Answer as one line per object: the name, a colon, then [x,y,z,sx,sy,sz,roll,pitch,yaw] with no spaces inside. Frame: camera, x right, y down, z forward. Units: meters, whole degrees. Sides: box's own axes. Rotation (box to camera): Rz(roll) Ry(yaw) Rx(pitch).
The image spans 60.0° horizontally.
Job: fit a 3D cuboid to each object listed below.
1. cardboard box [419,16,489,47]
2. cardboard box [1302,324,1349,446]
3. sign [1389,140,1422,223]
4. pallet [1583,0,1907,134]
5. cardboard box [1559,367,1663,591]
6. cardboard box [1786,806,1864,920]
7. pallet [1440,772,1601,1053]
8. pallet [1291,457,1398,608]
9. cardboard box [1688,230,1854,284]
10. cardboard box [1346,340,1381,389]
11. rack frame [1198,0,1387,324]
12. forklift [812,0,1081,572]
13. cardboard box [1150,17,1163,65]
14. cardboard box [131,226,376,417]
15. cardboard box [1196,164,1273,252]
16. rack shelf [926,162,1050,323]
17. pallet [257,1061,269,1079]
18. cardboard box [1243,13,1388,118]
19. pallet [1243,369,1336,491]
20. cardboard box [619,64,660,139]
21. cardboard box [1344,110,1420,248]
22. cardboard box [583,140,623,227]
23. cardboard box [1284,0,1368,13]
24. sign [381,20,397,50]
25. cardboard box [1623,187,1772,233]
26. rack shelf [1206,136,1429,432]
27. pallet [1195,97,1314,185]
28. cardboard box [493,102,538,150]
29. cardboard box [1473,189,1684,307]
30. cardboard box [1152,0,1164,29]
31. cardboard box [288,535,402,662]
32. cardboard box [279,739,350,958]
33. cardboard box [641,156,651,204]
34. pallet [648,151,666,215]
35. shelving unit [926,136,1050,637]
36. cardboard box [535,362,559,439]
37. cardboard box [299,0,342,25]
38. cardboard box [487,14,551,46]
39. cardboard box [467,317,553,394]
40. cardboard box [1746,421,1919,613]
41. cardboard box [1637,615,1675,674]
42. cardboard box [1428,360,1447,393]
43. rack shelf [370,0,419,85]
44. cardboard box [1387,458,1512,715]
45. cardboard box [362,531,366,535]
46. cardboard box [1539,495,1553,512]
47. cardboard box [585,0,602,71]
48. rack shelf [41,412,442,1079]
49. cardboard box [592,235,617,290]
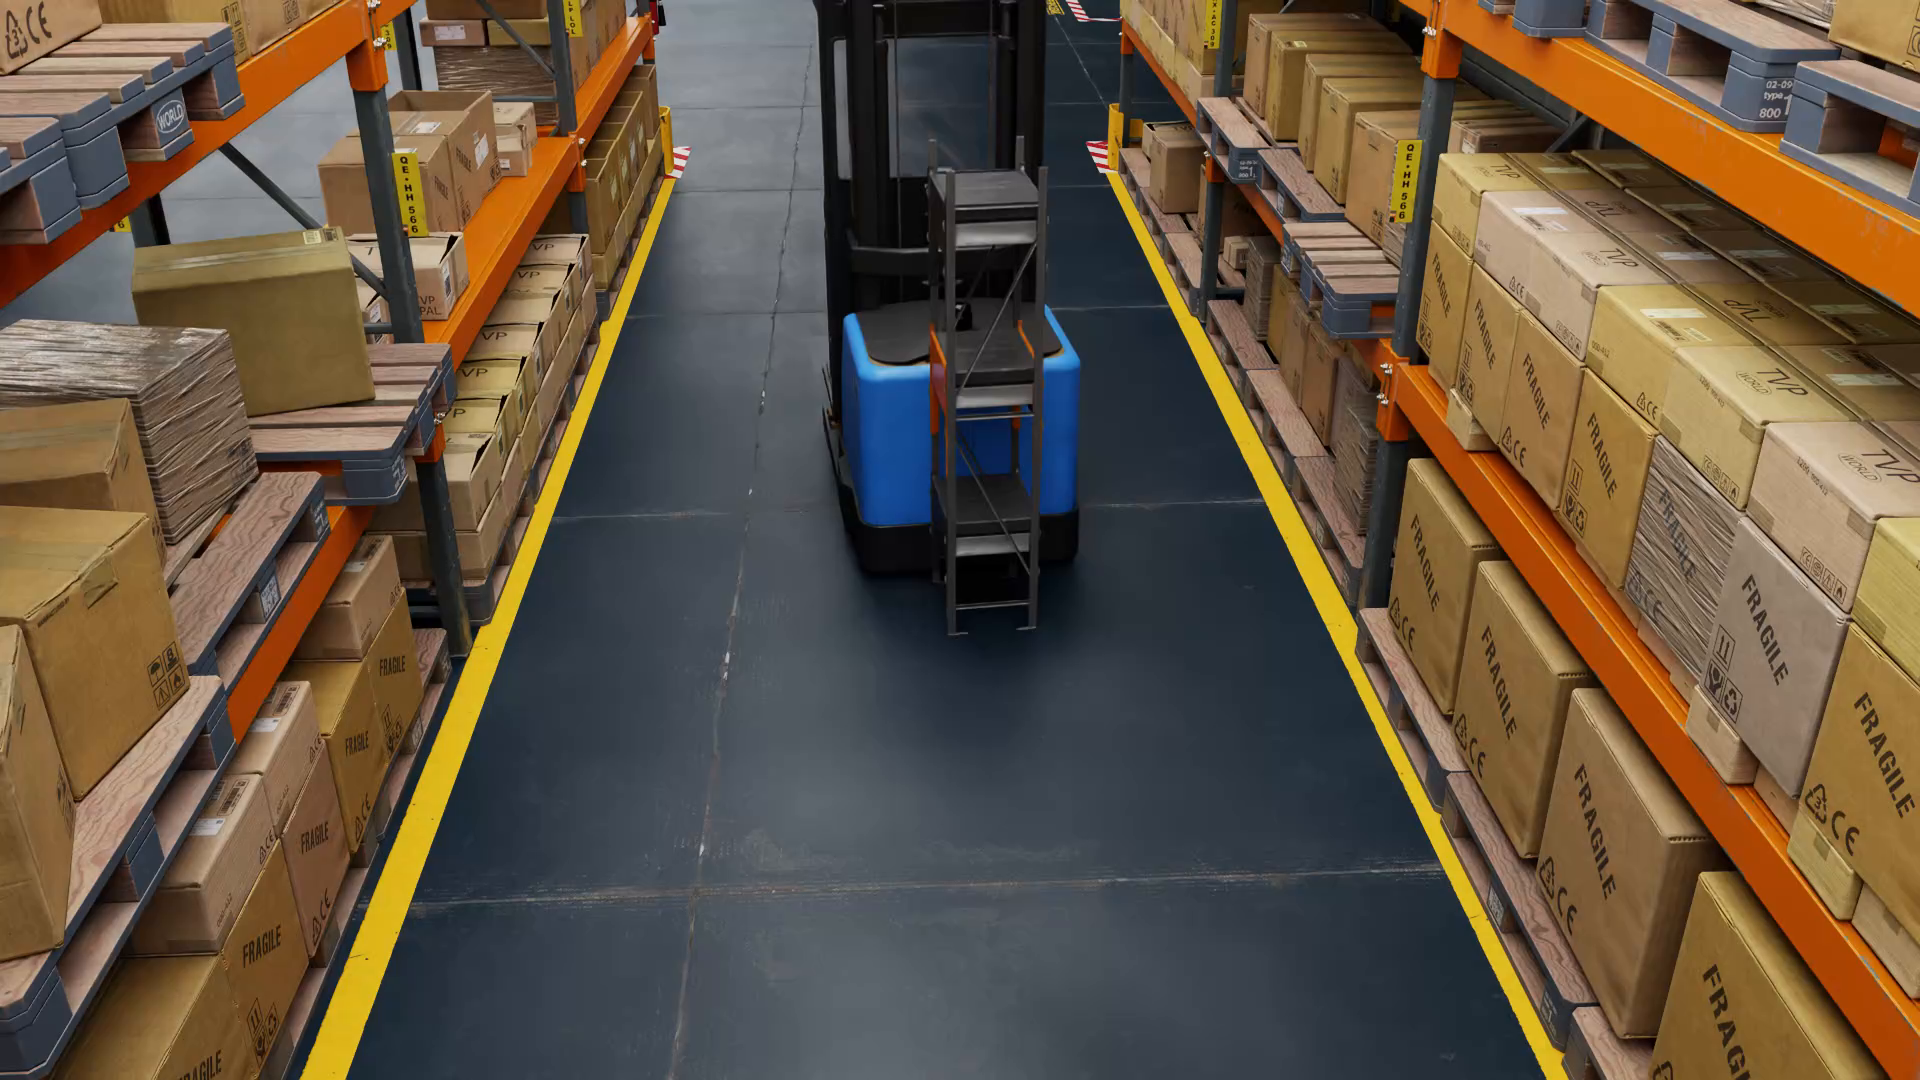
cardboard box: [-3.088,-3.125,10.189,0.380,0.149,0.250,-1,28,-3]
cardboard box: [2.241,-0.835,8.834,0.700,0.500,0.500,-2,28,-3]
sign: [1.755,-1.408,6.540,0.100,0.325,0.005,-1,28,-3]
pallet: [2.444,-1.381,4.615,1.003,0.211,1.213,0,28,0]
cardboard box: [2.144,-0.190,4.920,0.500,0.500,0.500,-1,28,-1]
cardboard box: [2.168,0.737,3.843,0.380,0.149,0.250,-1,28,-2]
pallet: [2.323,1.217,5.688,1.003,0.211,1.213,-1,28,-3]
pallet: [2.257,-0.072,8.159,1.003,0.211,1.213,-1,28,-3]
cardboard box: [2.626,-0.785,5.250,0.500,0.250,0.500,-2,28,-4]
cardboard box: [2.239,-0.962,8.268,0.500,0.250,0.500,-1,28,-2]
rack frame: [2.087,-2.794,10.364,1.000,3.000,0.127,-1,28,-3]
forklift: [-0.170,-1.805,8.542,1.130,2.935,3.031,-4,28,-8]
cardboard box: [1.673,-3.643,12.131,0.500,0.250,0.500,-1,28,-2]
cardboard box: [-2.505,-0.768,5.917,0.700,0.500,0.500,-11,29,-20]
cardboard box: [1.993,-2.360,11.758,0.500,0.500,0.500,-3,28,-7]
rack shelf: [0.107,-1.235,6.863,0.431,0.518,0.480,-4,28,-8]
pallet: [-2.522,1.883,4.411,1.003,0.211,1.213,-1,28,-3]
cardboard box: [2.080,-2.798,9.787,0.700,0.500,0.500,-1,28,-2]
pallet: [2.196,-0.634,9.237,1.003,0.211,1.213,-1,28,-3]
cardboard box: [-2.743,-3.579,13.578,0.500,0.500,0.500,-1,28,-3]
cardboard box: [2.205,-1.661,7.607,0.700,0.500,0.500,-4,28,-7]
cardboard box: [-2.605,-2.425,11.364,0.500,0.500,0.500,-1,28,-3]
cardboard box: [2.271,-3.291,10.647,0.500,0.500,0.500,-2,28,-4]
sign: [-3.414,-3.078,9.886,0.100,0.325,0.005,-1,28,-3]
cardboard box: [2.602,-1.022,5.704,0.500,0.250,0.500,-2,28,-4]
rack shelf: [2.192,-1.552,8.760,1.077,0.370,4.000,-1,28,-3]
pallet: [1.982,-2.353,9.725,1.003,0.211,1.213,-1,28,-3]
cardboard box: [-2.790,-2.380,9.732,0.500,0.250,0.500,0,28,1]
cardboard box: [2.091,-1.001,5.663,0.500,0.250,0.500,-2,28,-3]
cardboard box: [1.678,-3.983,11.974,0.500,0.500,0.500,-1,28,-1]
cardboard box: [-2.360,0.207,6.026,0.500,0.250,0.500,0,28,-1]
cardboard box: [-2.307,0.995,5.326,0.500,0.500,0.500,-2,28,-5]
cardboard box: [-2.679,-2.785,12.866,0.500,0.250,0.500,-1,28,-3]
pallet: [-2.987,-2.932,13.643,1.003,0.211,1.213,-1,28,-3]
shelving unit: [0.107,-0.627,7.181,0.431,2.100,0.503,-4,28,-8]
cardboard box: [-2.472,-0.751,8.965,0.500,0.250,0.500,-1,28,-2]
cardboard box: [-2.594,-2.000,5.488,0.910,0.500,0.500,-1,28,-3]
cardboard box: [-2.680,-3.134,10.205,0.380,0.149,0.250,-1,28,-3]
cardboard box: [-2.472,-1.006,8.848,0.500,0.311,0.500,-2,28,-3]
cardboard box: [2.208,-0.063,3.866,0.500,0.250,0.500,-1,28,-2]
cardboard box: [2.182,0.266,4.747,0.380,0.149,0.250,-2,28,-4]
cardboard box: [2.082,-0.687,6.574,0.380,0.149,0.250,-2,28,-3]
rack shelf: [-2.755,-2.760,7.833,1.077,0.370,4.000,-1,28,-3]
cardboard box: [2.203,0.163,6.565,0.750,0.750,0.750,-2,28,-3]
cardboard box: [-2.922,-0.030,7.583,0.500,0.250,0.500,-1,28,-1]
cardboard box: [2.174,-0.213,5.665,0.380,0.149,0.250,-1,28,-2]
cardboard box: [-2.973,-3.634,11.866,0.700,0.500,0.500,-1,28,-1]
rack shelf: [-2.546,0.417,4.985,1.077,0.370,4.000,-1,28,-3]
cardboard box: [-2.581,-1.862,11.095,0.500,0.250,0.500,-1,28,-3]
